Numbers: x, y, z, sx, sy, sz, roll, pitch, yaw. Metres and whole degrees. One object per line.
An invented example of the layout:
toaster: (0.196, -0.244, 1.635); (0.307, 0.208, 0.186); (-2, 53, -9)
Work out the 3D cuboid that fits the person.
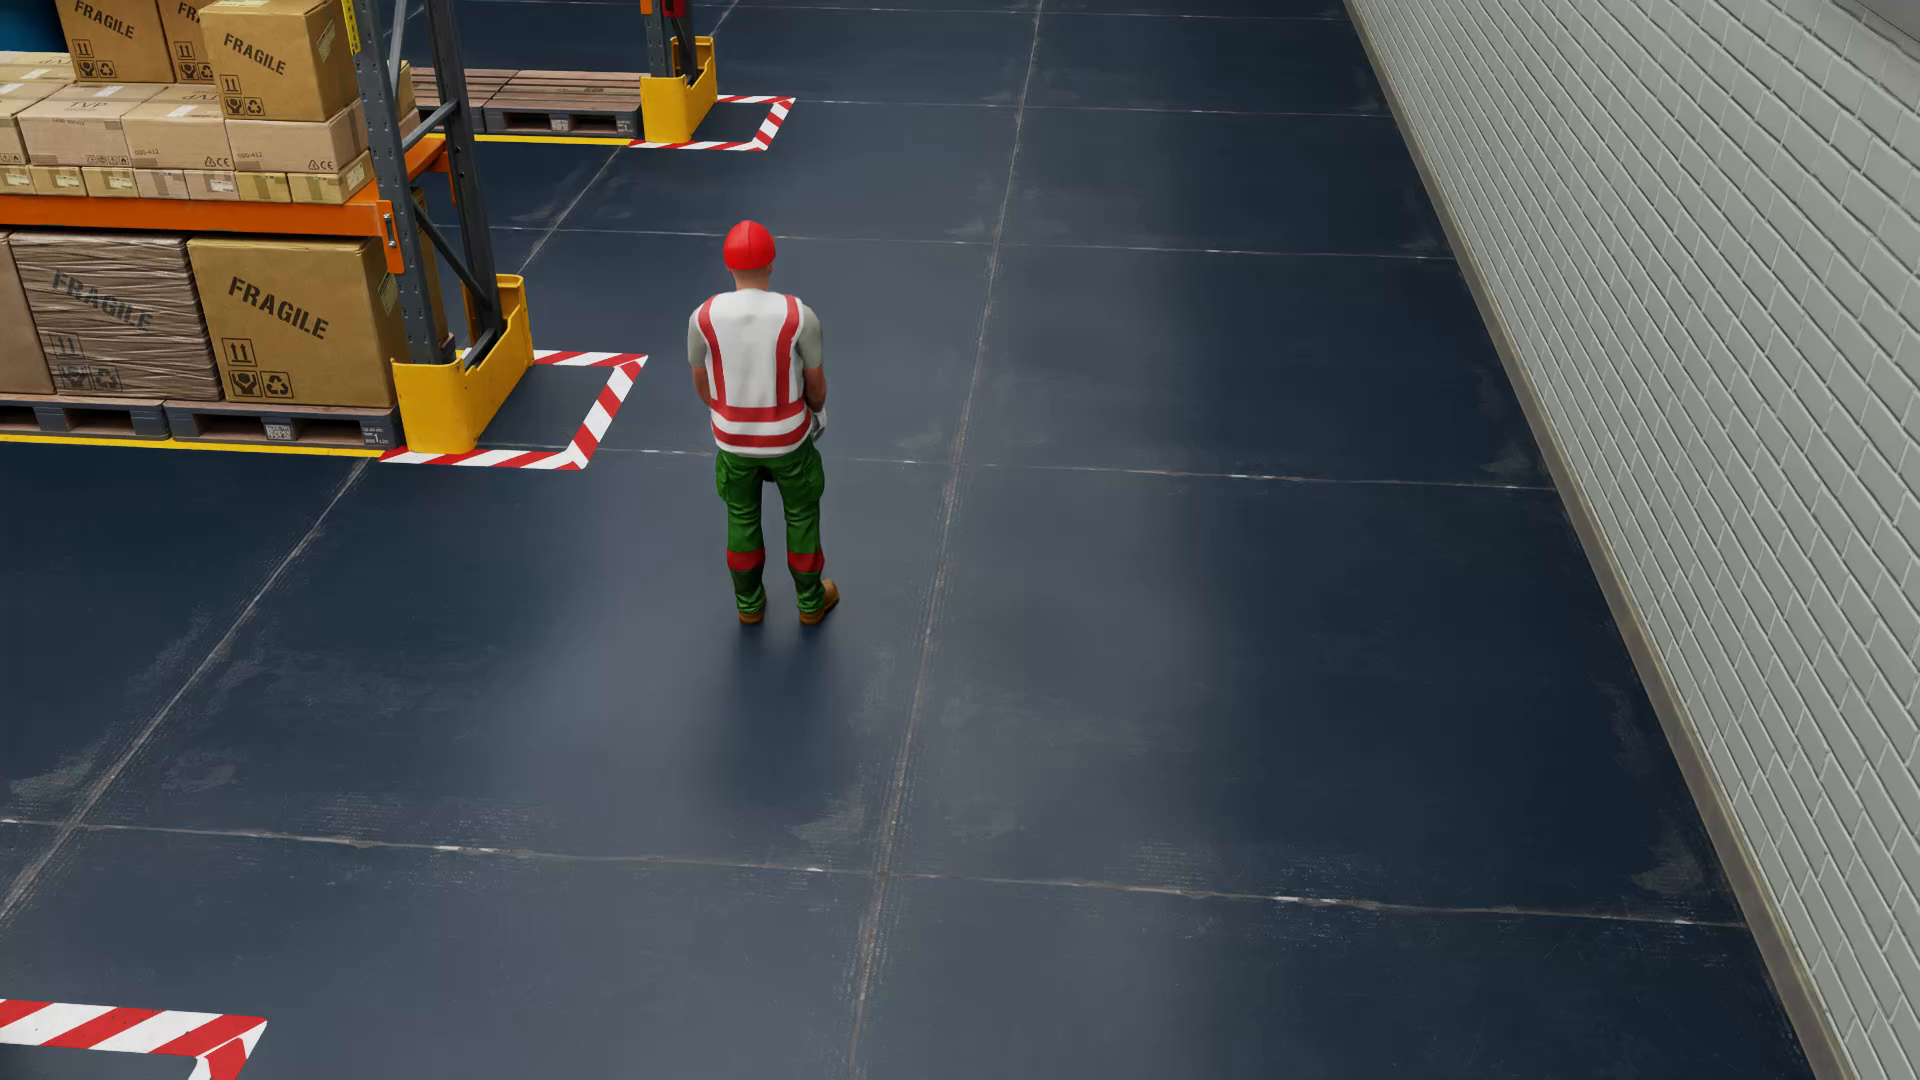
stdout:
person: (-0.809, -0.449, 6.840); (0.541, 1.789, 0.425); (2, 32, 3)
